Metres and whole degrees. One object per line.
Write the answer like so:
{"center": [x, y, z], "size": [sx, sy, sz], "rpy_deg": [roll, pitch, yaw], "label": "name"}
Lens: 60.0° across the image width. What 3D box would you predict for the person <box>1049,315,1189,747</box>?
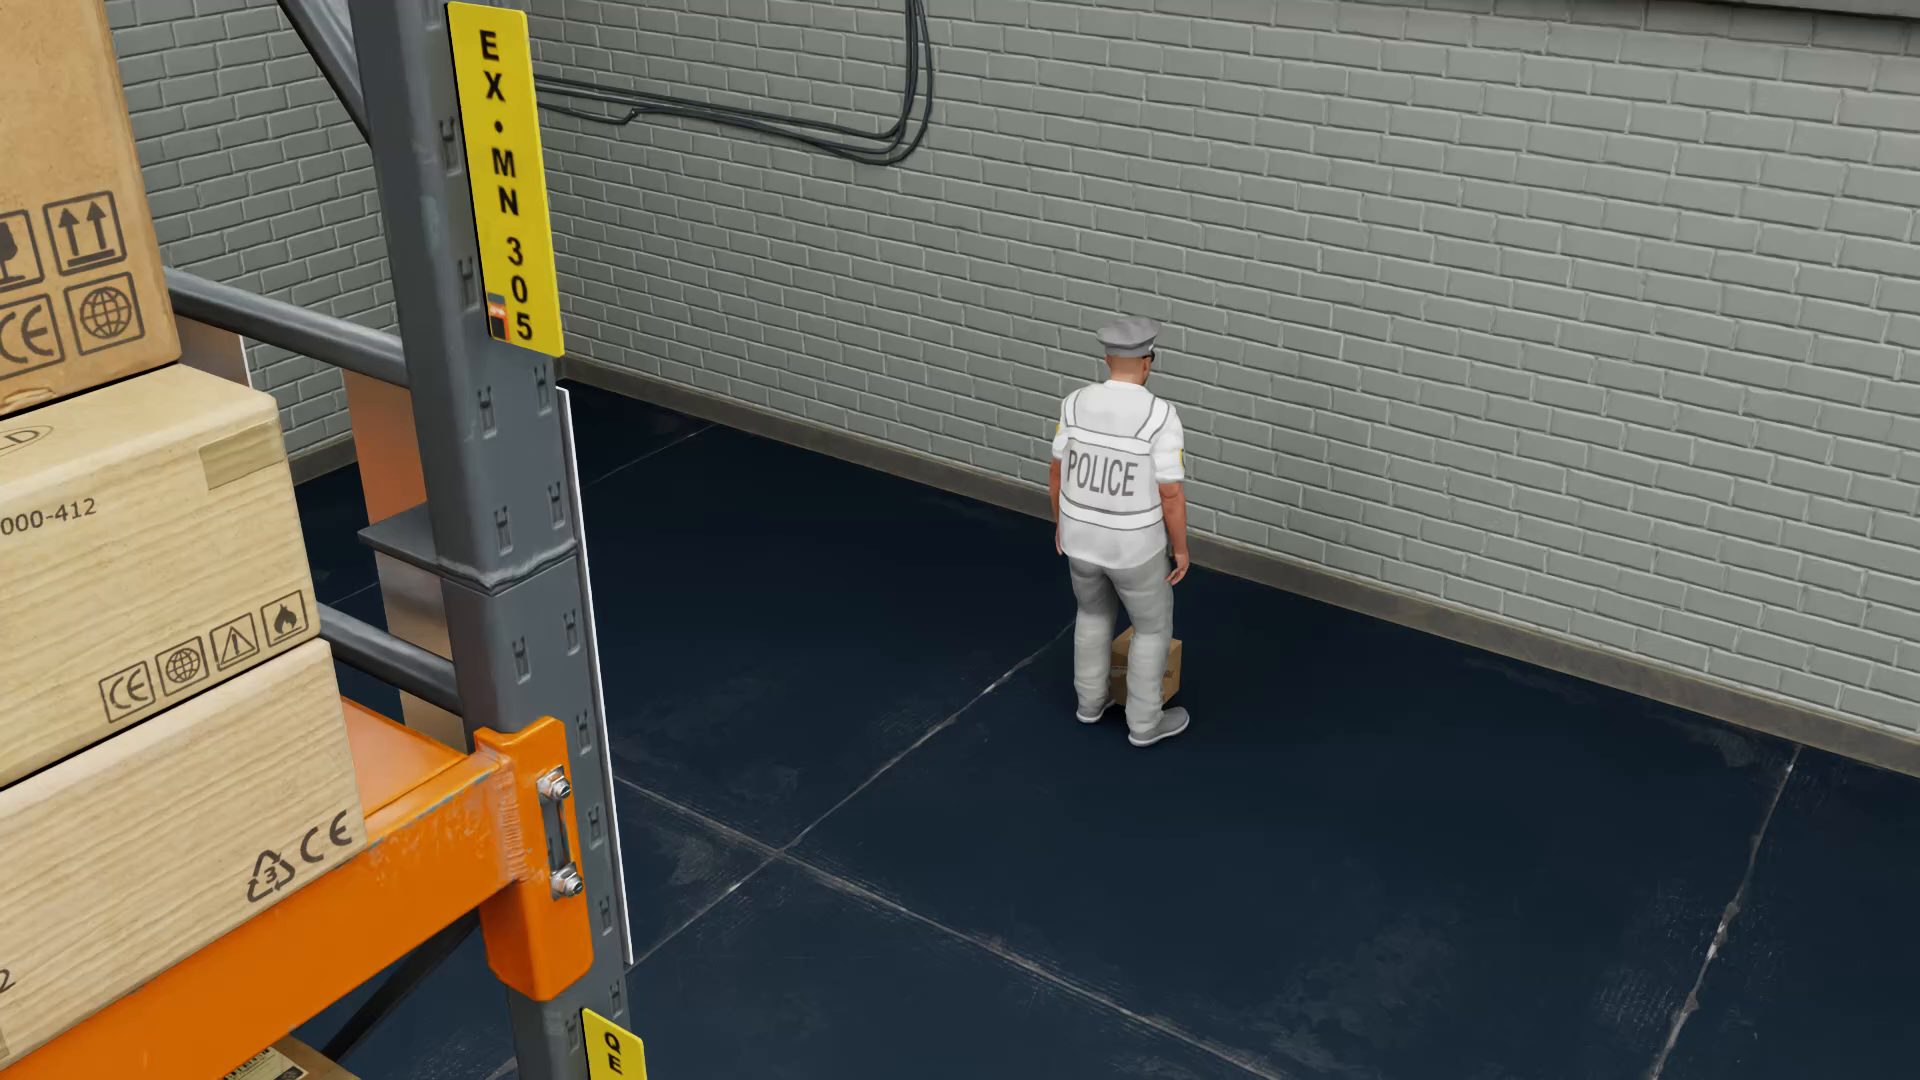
{"center": [0.640, -0.013, 6.635], "size": [0.593, 1.746, 0.480], "rpy_deg": [15, 31, 28], "label": "person"}
